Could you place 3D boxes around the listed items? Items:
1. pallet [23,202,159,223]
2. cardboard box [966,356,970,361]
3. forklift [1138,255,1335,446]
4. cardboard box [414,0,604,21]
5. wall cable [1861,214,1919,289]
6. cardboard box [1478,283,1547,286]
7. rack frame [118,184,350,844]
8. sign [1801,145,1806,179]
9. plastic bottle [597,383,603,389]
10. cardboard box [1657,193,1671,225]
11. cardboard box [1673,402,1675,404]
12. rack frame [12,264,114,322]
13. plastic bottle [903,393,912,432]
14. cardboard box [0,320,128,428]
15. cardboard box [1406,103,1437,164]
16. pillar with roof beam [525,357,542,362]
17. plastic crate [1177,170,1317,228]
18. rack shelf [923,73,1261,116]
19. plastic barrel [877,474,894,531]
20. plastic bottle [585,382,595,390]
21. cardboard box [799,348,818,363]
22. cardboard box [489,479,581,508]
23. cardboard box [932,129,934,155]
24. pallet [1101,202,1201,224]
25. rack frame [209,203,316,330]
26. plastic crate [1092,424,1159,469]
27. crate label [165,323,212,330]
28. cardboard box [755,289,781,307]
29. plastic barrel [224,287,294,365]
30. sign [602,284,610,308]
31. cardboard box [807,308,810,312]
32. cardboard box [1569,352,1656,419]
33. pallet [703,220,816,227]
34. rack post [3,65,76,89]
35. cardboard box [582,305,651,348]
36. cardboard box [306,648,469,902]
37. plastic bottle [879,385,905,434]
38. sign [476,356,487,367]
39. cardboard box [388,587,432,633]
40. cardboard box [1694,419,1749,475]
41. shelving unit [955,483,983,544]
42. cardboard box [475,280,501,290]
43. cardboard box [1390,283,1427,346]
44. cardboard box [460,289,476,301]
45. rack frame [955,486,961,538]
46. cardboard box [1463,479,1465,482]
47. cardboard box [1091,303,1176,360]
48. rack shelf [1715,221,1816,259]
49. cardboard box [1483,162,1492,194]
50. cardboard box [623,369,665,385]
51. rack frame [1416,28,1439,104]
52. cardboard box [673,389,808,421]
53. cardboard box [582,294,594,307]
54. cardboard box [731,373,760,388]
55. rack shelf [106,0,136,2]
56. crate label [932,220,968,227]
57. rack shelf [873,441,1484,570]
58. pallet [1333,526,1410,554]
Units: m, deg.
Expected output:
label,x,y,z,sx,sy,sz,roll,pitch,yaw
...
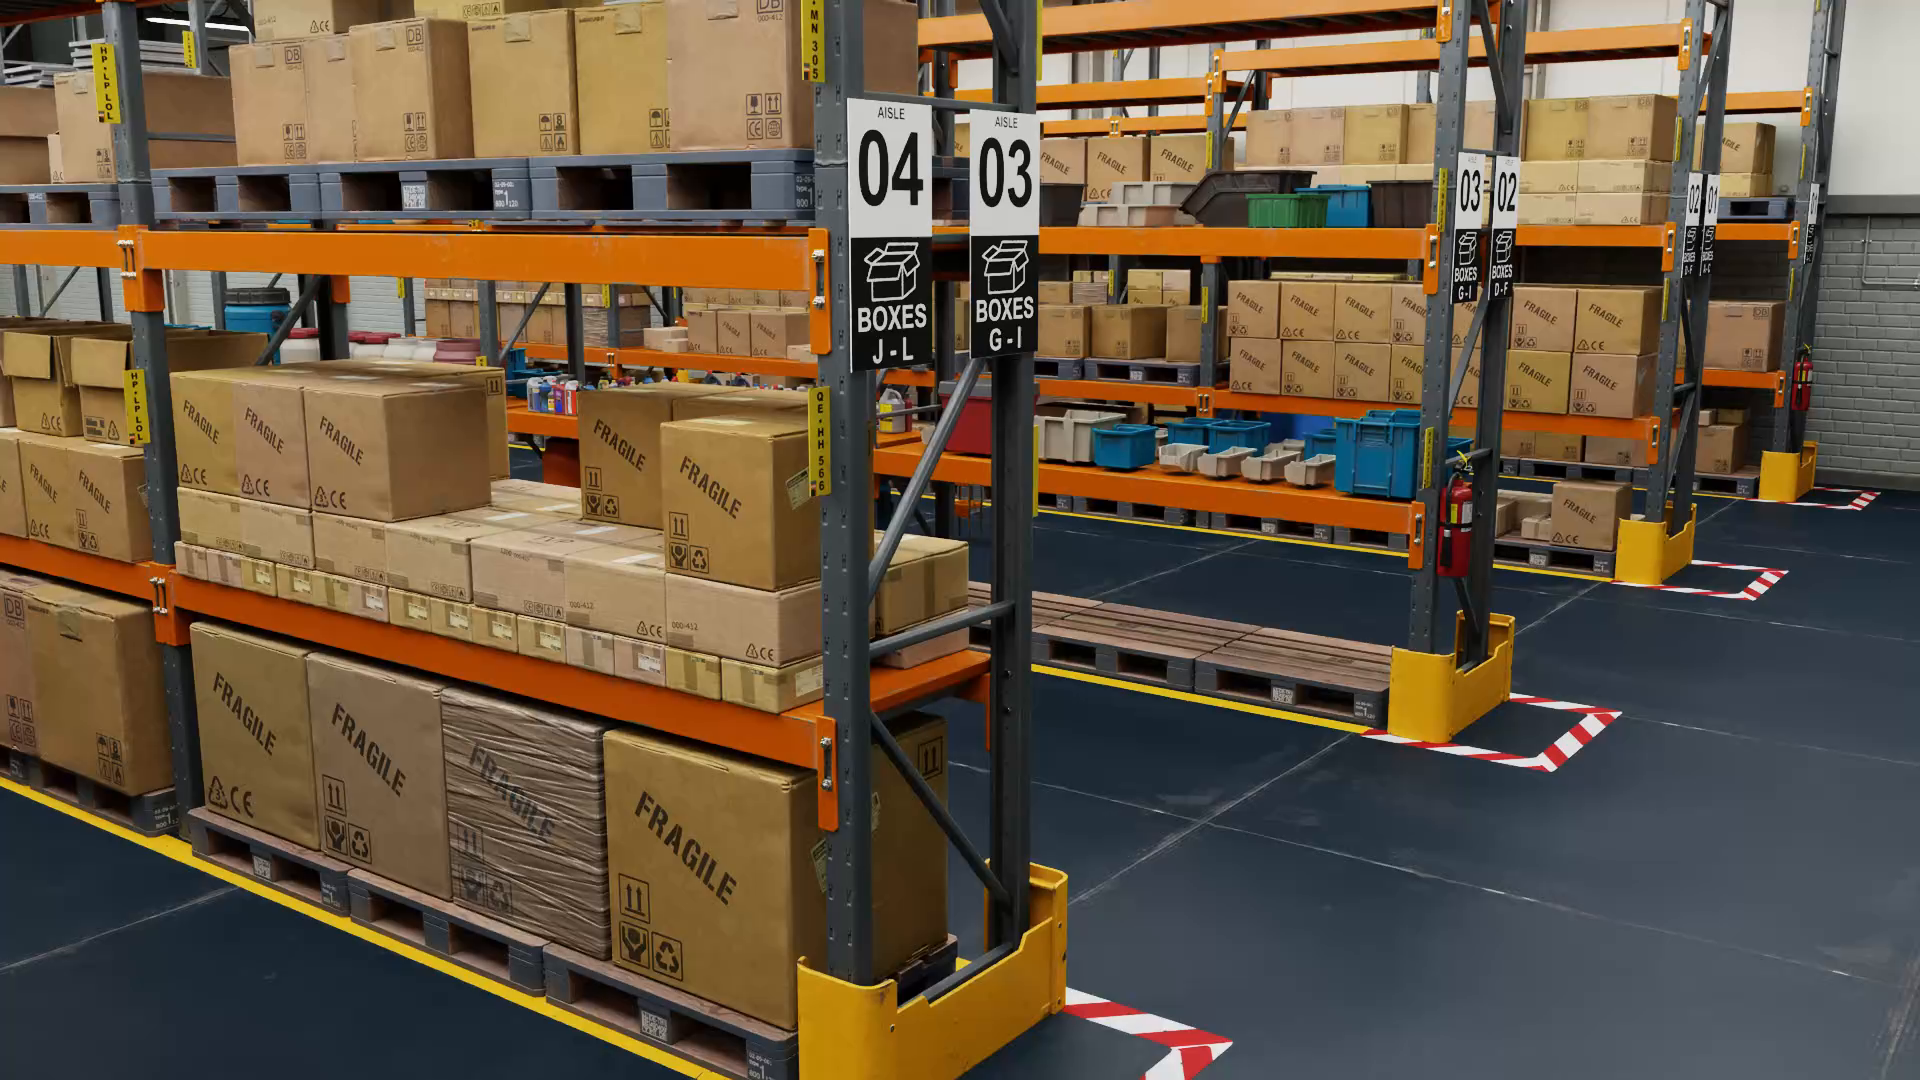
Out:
label,x,y,z,sx,sy,sz,roll,pitch,yaw
pallet,-5.080,-1.781,8.939,1.213,0.211,1.003,9,14,38
cardboard box,0.420,-2.485,23.426,0.500,0.250,0.500,7,13,34
forklift,2.605,-2.156,18.456,3.031,2.935,1.130,8,13,34
cardboard box,-1.708,-2.065,6.303,0.500,0.250,0.500,7,13,34
wall cable,10.302,-2.466,17.204,1.851,1.984,0.084,8,13,36
cardboard box,4.753,-1.952,14.328,0.500,0.500,0.500,8,14,36
rack frame,-3.310,-0.141,7.861,0.127,3.000,1.000,8,13,36
sign,8.378,-3.753,16.513,0.005,0.325,0.100,8,13,36
plastic bottle,-2.805,-1.093,13.092,0.133,0.283,0.061,8,13,36
cardboard box,5.517,-2.703,13.603,0.500,0.250,0.500,8,13,36
cardboard box,7.695,-1.429,18.284,0.250,0.149,0.380,8,14,36
rack frame,-10.050,-2.248,18.754,0.127,3.000,1.000,8,13,36
plastic bottle,-0.421,-0.948,12.342,0.133,0.283,0.061,8,13,36
cardboard box,-4.886,-0.899,8.878,0.637,0.503,0.797,8,14,37
cardboard box,4.190,-3.455,14.198,0.500,0.500,0.700,8,13,36
pillar with roof beam,-10.494,-6.780,26.382,0.548,9.000,9.100,8,13,36
plastic crate,1.777,-2.106,10.282,0.767,0.338,0.504,8,13,36
rack shelf,0.945,-4.278,16.397,4.000,0.370,1.077,8,13,36
plastic barrel,-0.807,-0.139,12.269,0.708,0.901,0.600,8,13,36
plastic bottle,-2.959,-1.128,13.300,0.097,0.271,0.097,0,11,0
cardboard box,-1.556,-2.042,18.350,0.250,0.149,0.380,8,13,36
cardboard box,-1.969,-0.089,7.203,0.500,0.250,0.500,8,14,37
cardboard box,-0.319,-4.069,17.375,0.500,0.500,0.500,8,13,36
pallet,2.073,-3.122,15.865,1.003,0.211,1.213,8,13,36
rack frame,-6.826,-1.799,16.429,0.127,3.000,1.000,8,13,36
plastic crate,1.039,-0.588,10.457,0.300,0.233,0.416,8,13,36
crate label,-8.407,-2.100,17.895,0.616,0.435,0.502,8,13,36
cardboard box,-5.110,-2.866,17.708,5.998,1.490,15.156,8,14,37
plastic barrel,-6.694,-1.955,15.918,0.708,0.901,0.600,8,13,36
sign,-4.219,-2.935,19.817,0.005,0.325,0.100,8,13,36
cardboard box,-1.920,-3.316,24.613,0.500,0.250,0.500,8,14,36
cardboard box,5.259,-1.265,13.409,0.500,0.500,0.500,8,14,37
pallet,-1.068,-2.352,11.892,1.003,0.211,1.213,8,13,36
rack post,-9.516,-4.844,17.692,0.954,0.300,0.937,10,15,42
cardboard box,-4.253,-2.655,20.590,0.500,0.500,0.700,8,13,34
cardboard box,-2.100,0.884,7.053,0.875,0.875,0.875,8,13,36
plastic bottle,-0.503,-0.969,12.270,0.185,0.351,0.144,8,13,36
sign,-3.922,-1.344,13.650,0.005,0.325,0.100,8,13,36
cardboard box,-2.011,0.242,6.545,0.250,0.149,0.380,7,13,34
cardboard box,8.087,-1.009,17.821,0.500,0.500,0.700,8,13,36
shelving unit,0.043,-0.509,14.899,0.252,1.050,0.215,8,13,36
cardboard box,-5.870,-3.517,21.633,0.500,0.500,0.700,8,14,36
cardboard box,4.017,-1.927,14.199,0.500,0.500,0.500,8,14,37
cardboard box,-6.310,-3.210,21.756,0.250,0.149,0.380,8,13,35
rack frame,-0.055,-0.523,14.970,0.008,1.050,0.200,8,13,36
cardboard box,4.074,-0.437,14.806,0.637,0.503,0.797,8,13,36
cardboard box,1.716,-2.067,16.450,0.700,0.500,0.500,-11,15,-44
rack shelf,7.098,-3.311,18.241,4.000,0.370,1.077,8,13,36
cardboard box,4.412,-2.984,13.736,0.500,0.250,0.500,8,13,36
cardboard box,-4.080,-1.881,21.014,0.500,0.500,0.500,8,13,36
rack frame,5.486,-5.361,19.050,0.127,3.000,1.000,8,13,36
cardboard box,-0.716,-0.283,6.234,0.500,0.500,0.500,8,13,34
cardboard box,-4.435,-2.950,20.410,0.250,0.149,0.380,8,13,34
cardboard box,-3.222,-2.505,26.003,0.500,0.311,0.500,9,14,40
rack shelf,-1.698,-2.312,6.235,4.000,0.370,1.077,8,13,36
crate label,-0.155,-2.143,11.008,0.466,0.136,0.293,8,13,36
rack shelf,1.234,-0.321,10.686,4.000,0.370,1.077,8,13,36
pallet,4.097,-0.073,14.855,1.213,0.211,1.003,8,13,36
